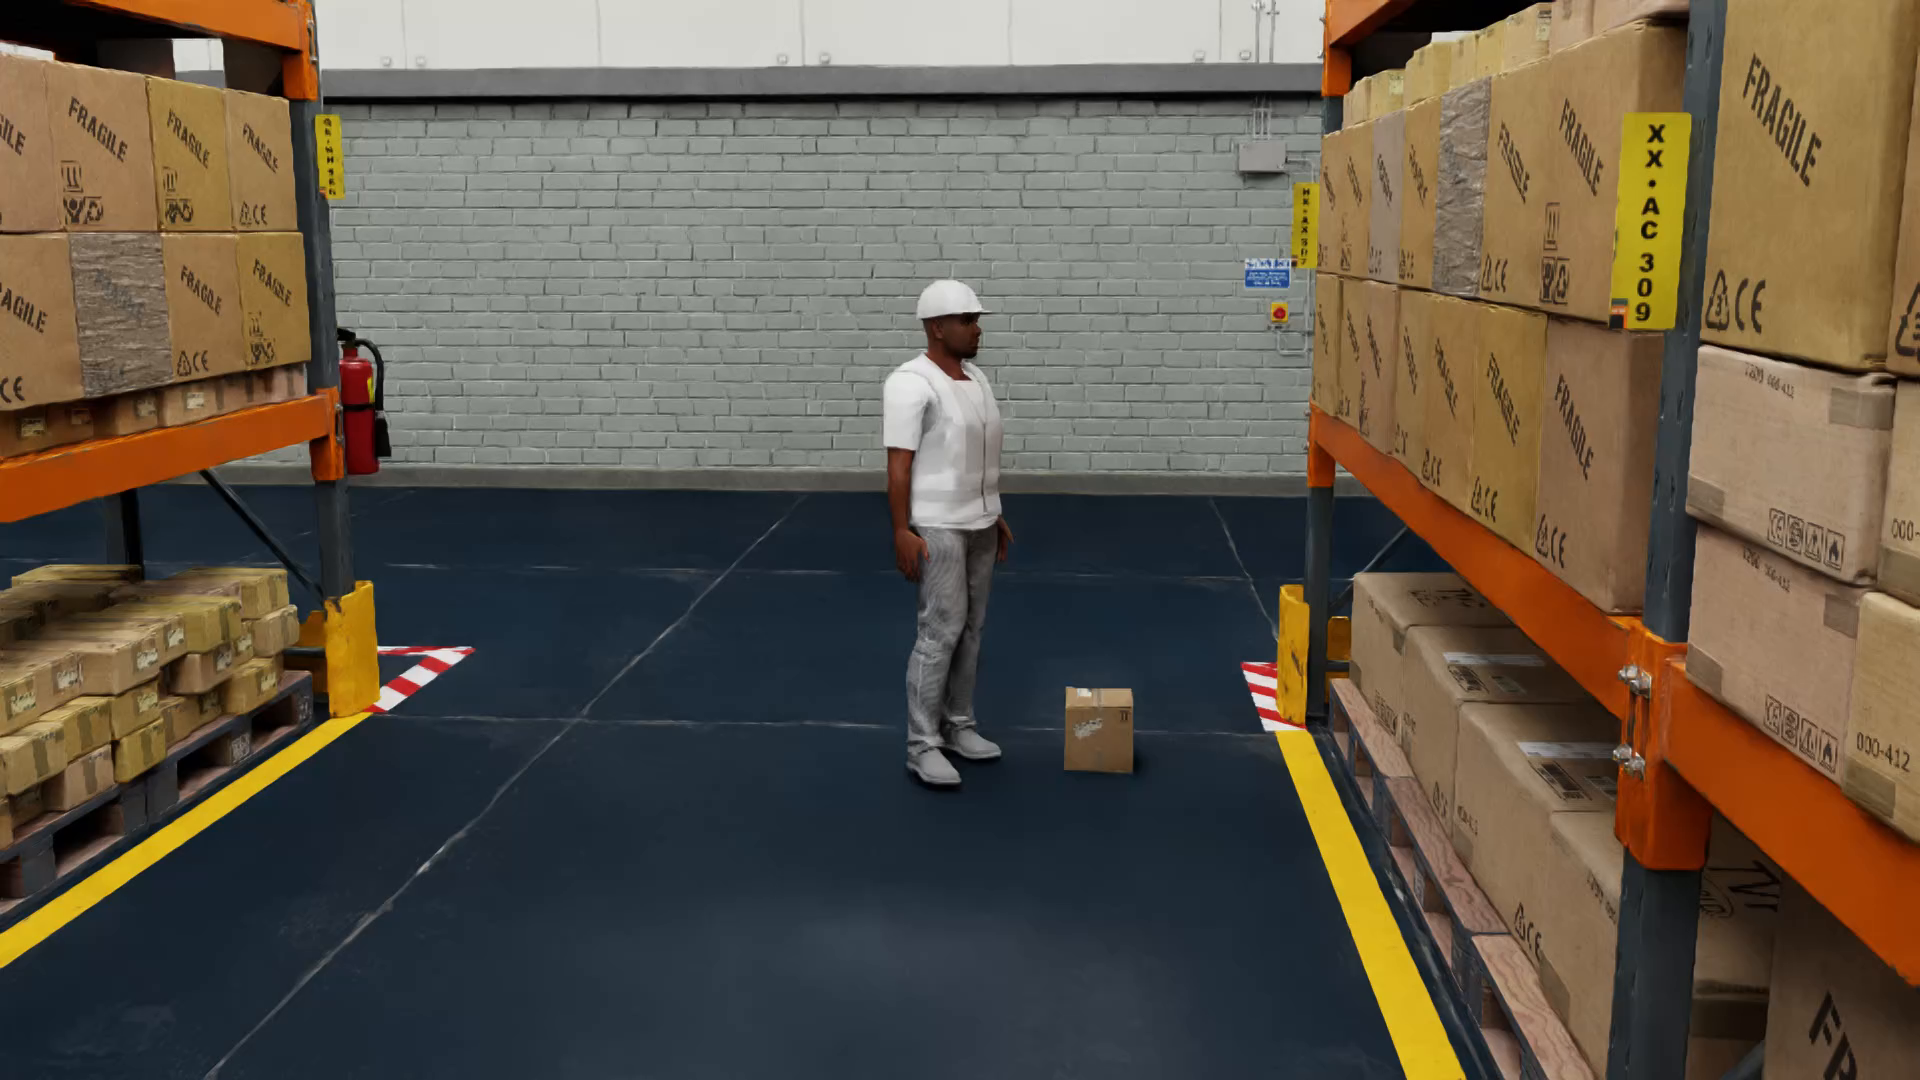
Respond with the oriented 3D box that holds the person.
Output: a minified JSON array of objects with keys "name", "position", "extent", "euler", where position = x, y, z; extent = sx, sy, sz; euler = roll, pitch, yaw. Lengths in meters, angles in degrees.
[{"name":"person","position":[-0.021,-0.049,6.075],"extent":[0.421,1.773,0.683],"euler":[7,13,32]}]
